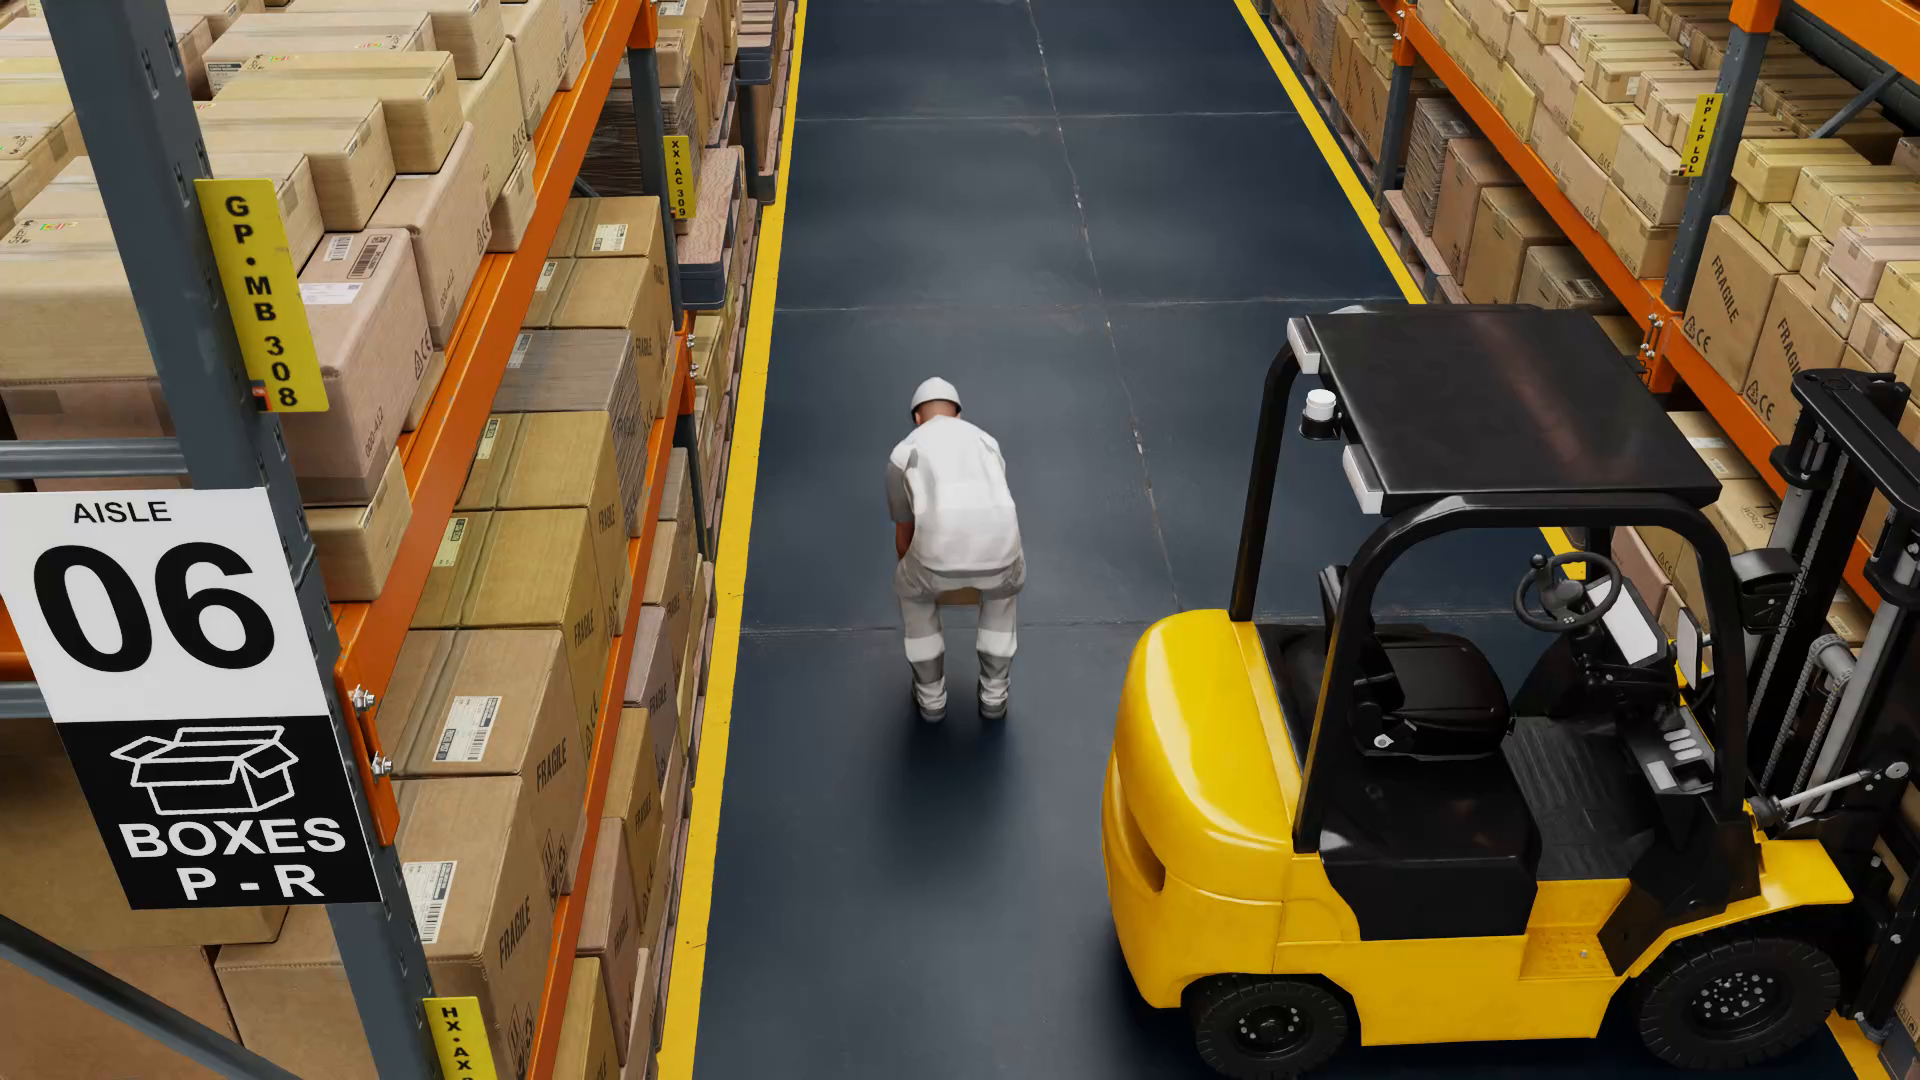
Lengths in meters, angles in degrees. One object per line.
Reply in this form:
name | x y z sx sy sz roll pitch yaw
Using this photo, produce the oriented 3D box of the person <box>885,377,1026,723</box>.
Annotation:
person | -0.021 0.056 6.579 0.523 1.173 0.945 -4 35 -6
